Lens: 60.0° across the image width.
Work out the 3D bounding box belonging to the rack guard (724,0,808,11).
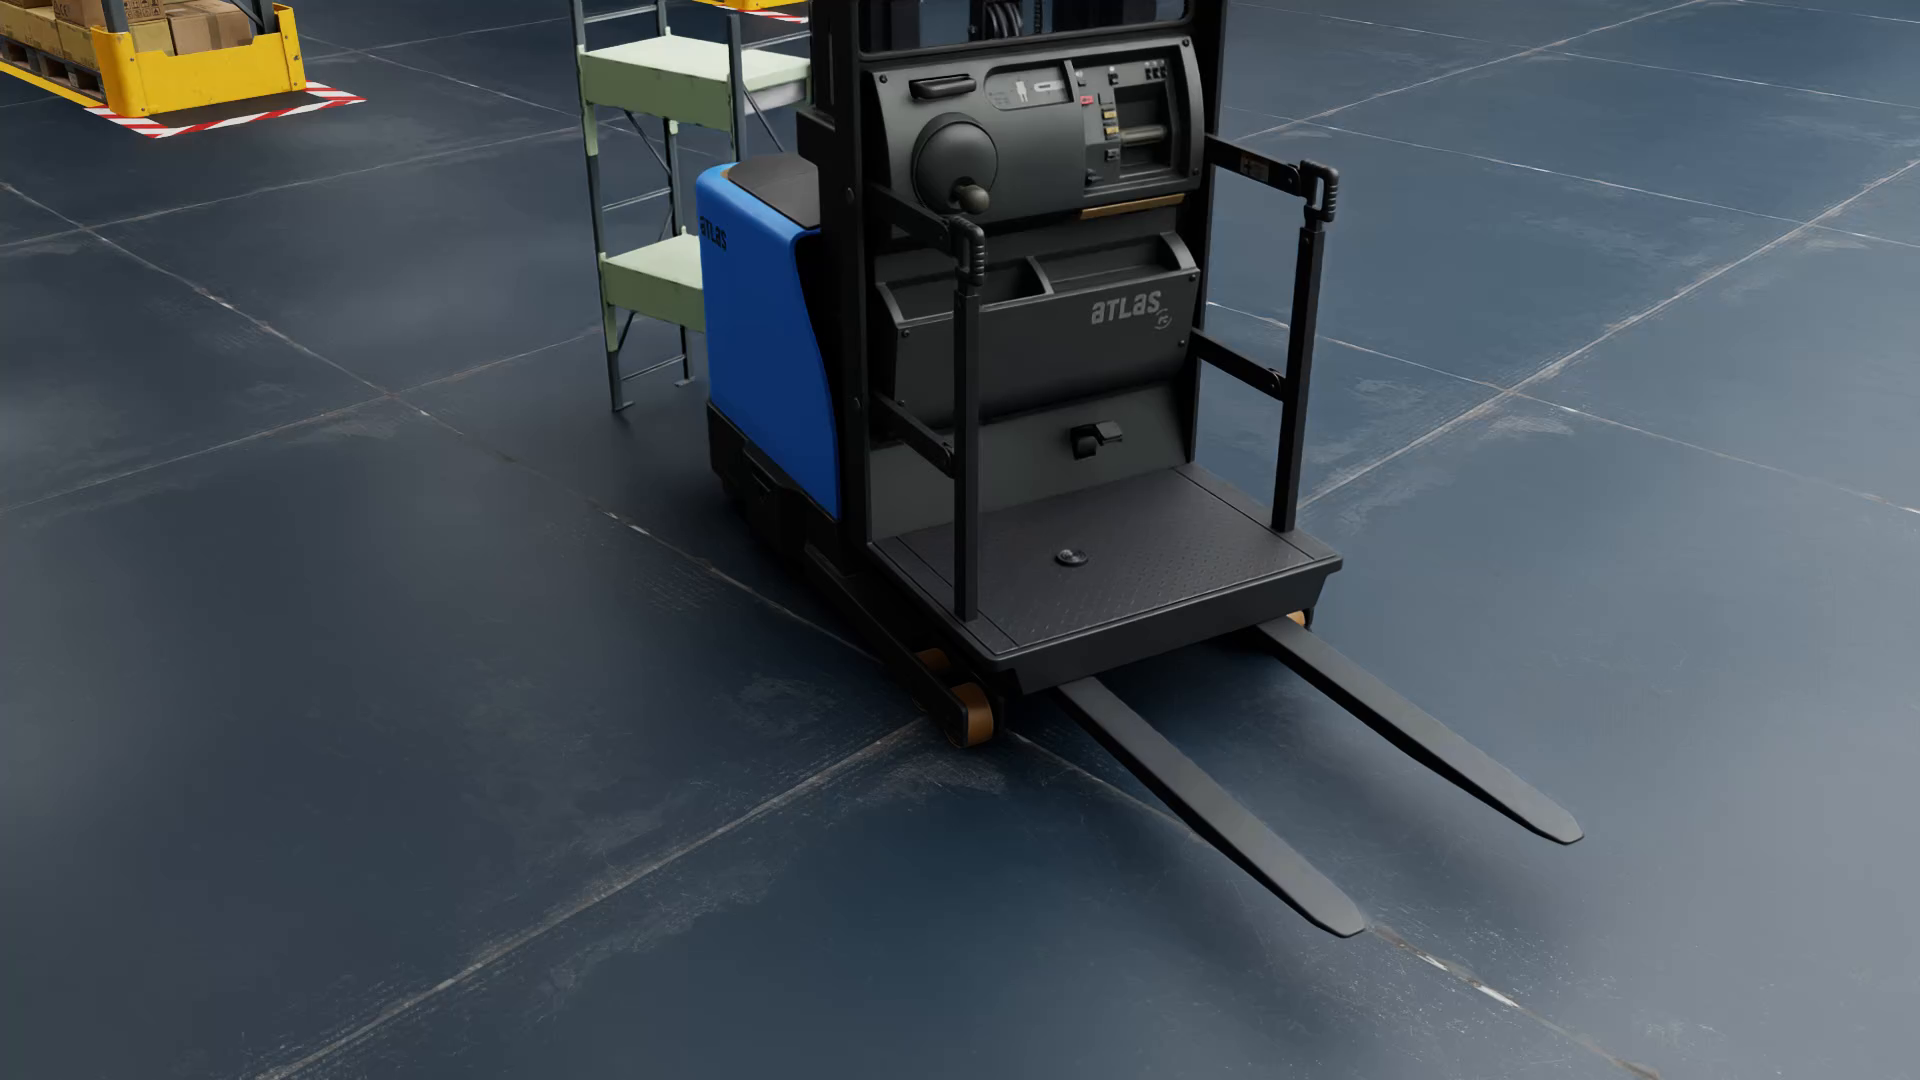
[{"bbox_3d":[-1.406,-4.696,13.644,0.348,0.500,1.175,25,36,38],"label":"rack guard"}]

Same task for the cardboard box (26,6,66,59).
[{"bbox_3d":[-5.749,-3.356,10.912,0.500,0.250,0.500,25,36,38],"label":"cardboard box"}]

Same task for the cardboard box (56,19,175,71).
[{"bbox_3d":[-5.384,-3.196,10.609,0.500,0.250,0.500,25,36,38],"label":"cardboard box"}]

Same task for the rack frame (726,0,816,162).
[{"bbox_3d":[-0.582,-1.005,5.550,0.023,1.500,0.400,20,34,33],"label":"rack frame"}]

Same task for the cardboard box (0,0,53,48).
[{"bbox_3d":[-6.107,-3.518,11.221,0.500,0.250,0.500,25,36,38],"label":"cardboard box"}]

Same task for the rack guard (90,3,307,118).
[{"bbox_3d":[-4.777,-3.036,10.487,0.348,0.500,1.175,25,36,38],"label":"rack guard"}]

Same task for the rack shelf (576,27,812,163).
[{"bbox_3d":[-0.869,-1.455,5.568,0.720,0.370,0.431,20,34,33],"label":"rack shelf"}]

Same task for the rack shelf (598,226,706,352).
[{"bbox_3d":[-0.869,-0.821,5.901,0.720,0.370,0.431,20,34,33],"label":"rack shelf"}]

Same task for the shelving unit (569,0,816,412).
[{"bbox_3d":[-0.869,-1.110,5.750,0.755,1.500,0.431,20,34,33],"label":"shelving unit"}]

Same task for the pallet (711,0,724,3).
[{"bbox_3d":[-1.982,-4.835,14.219,1.213,0.211,1.003,25,36,38],"label":"pallet"}]

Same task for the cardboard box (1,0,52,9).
[{"bbox_3d":[-6.109,-3.849,11.045,0.500,0.500,0.500,25,36,38],"label":"cardboard box"}]

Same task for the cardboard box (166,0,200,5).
[{"bbox_3d":[-5.380,-3.530,11.244,0.500,0.250,0.500,25,36,38],"label":"cardboard box"}]

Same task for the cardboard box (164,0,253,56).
[{"bbox_3d":[-5.021,-3.368,10.936,0.500,0.250,0.500,25,36,38],"label":"cardboard box"}]

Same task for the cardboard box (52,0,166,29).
[{"bbox_3d":[-5.385,-3.528,10.433,0.500,0.500,0.500,25,36,38],"label":"cardboard box"}]

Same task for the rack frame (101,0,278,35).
[{"bbox_3d":[-4.794,-4.151,9.921,0.127,3.000,1.000,25,36,38],"label":"rack frame"}]

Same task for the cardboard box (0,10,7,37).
[{"bbox_3d":[-6.462,-3.682,11.532,0.500,0.250,0.500,25,36,38],"label":"cardboard box"}]

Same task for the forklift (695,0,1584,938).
[{"bbox_3d":[0.319,-1.008,4.018,1.130,2.935,3.031,-14,31,-25],"label":"forklift"}]

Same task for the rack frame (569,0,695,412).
[{"bbox_3d":[-1.157,-1.215,5.950,0.023,1.500,0.400,20,34,33],"label":"rack frame"}]

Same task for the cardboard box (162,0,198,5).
[{"bbox_3d":[-5.379,-3.863,11.071,0.500,0.500,0.500,25,36,38],"label":"cardboard box"}]

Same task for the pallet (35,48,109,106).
[{"bbox_3d":[-5.369,-3.152,11.018,1.213,0.211,1.003,25,36,38],"label":"pallet"}]

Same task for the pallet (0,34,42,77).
[{"bbox_3d":[-6.235,-3.550,11.775,1.213,0.211,1.003,25,36,38],"label":"pallet"}]
